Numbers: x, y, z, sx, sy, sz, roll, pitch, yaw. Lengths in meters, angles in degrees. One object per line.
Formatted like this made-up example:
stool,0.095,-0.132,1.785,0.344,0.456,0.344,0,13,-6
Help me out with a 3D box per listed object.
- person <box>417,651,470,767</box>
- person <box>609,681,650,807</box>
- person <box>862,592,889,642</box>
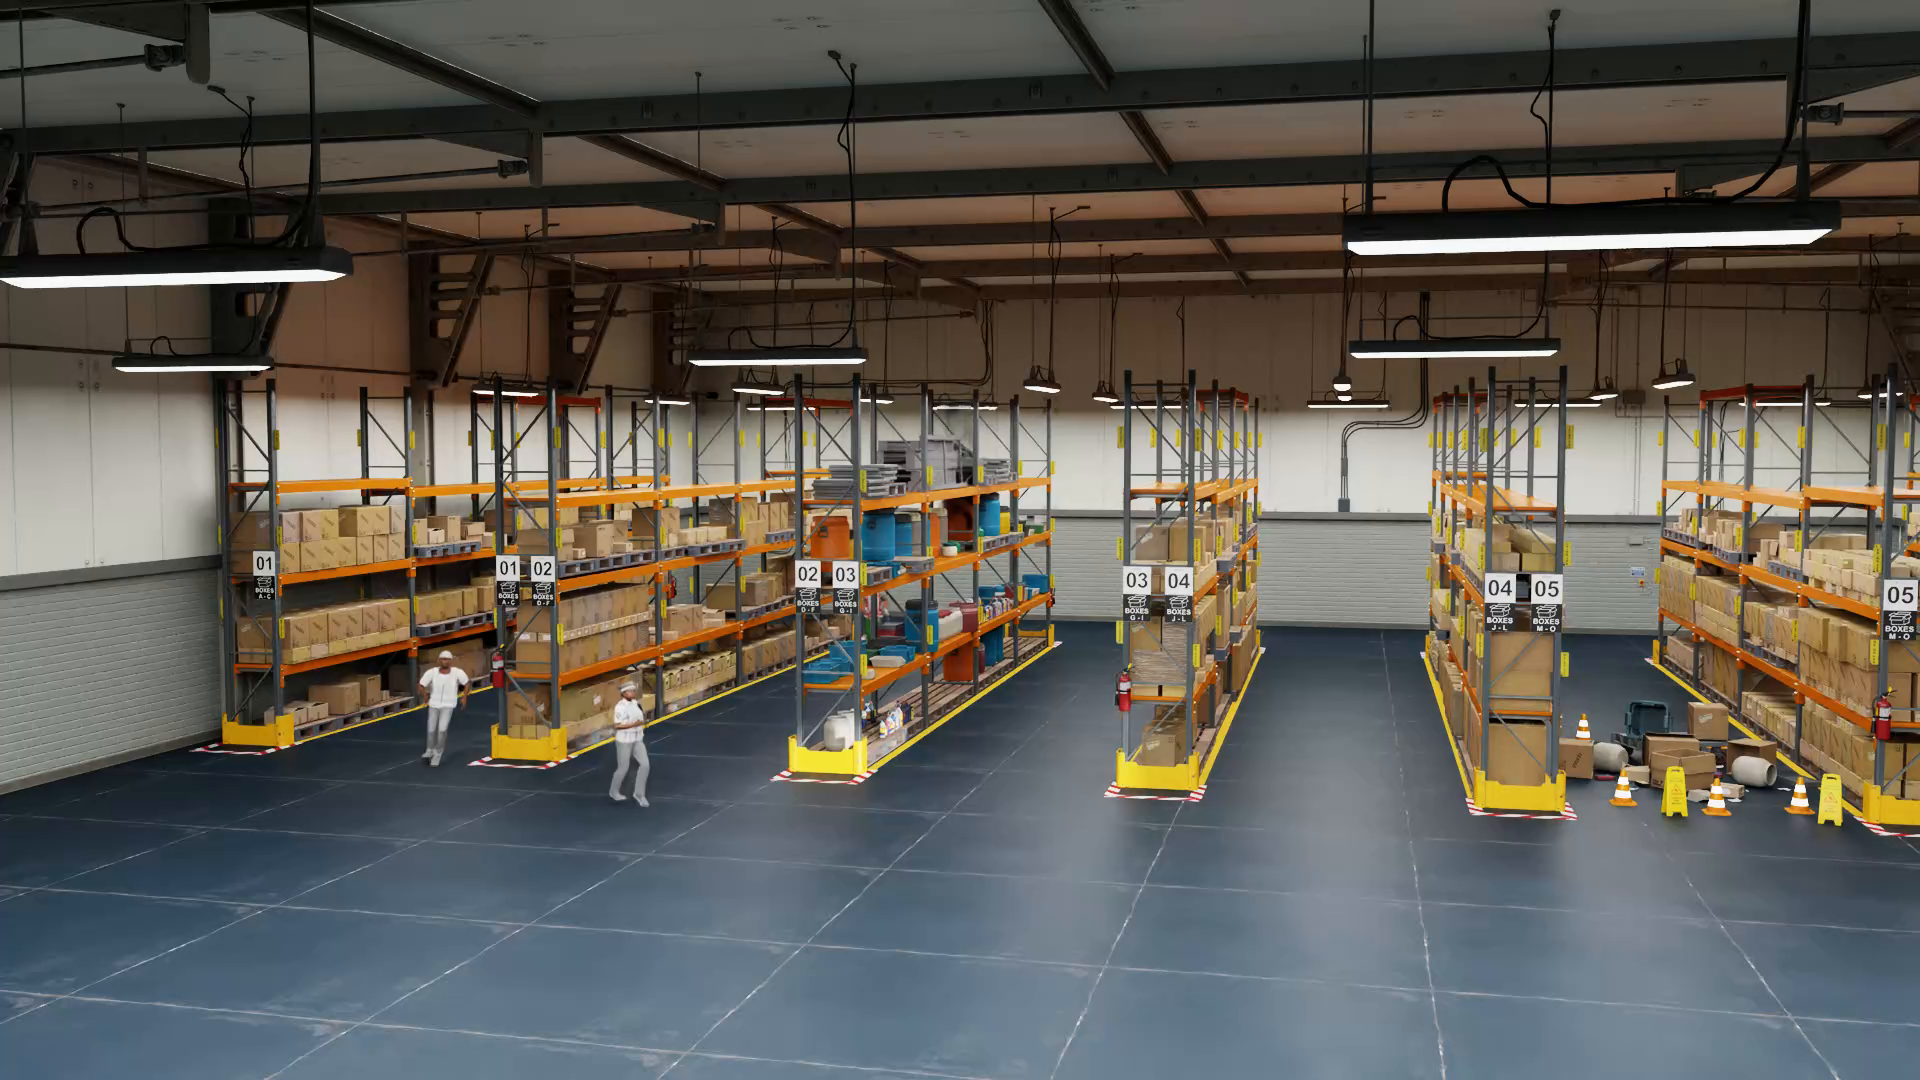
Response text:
person,-8.015,2.597,25.773,0.761,1.781,0.684,0,3,-8
person,-4.519,2.792,22.766,0.714,1.757,0.556,3,4,37
person,-1.909,1.752,36.661,0.640,1.821,0.806,0,3,3
